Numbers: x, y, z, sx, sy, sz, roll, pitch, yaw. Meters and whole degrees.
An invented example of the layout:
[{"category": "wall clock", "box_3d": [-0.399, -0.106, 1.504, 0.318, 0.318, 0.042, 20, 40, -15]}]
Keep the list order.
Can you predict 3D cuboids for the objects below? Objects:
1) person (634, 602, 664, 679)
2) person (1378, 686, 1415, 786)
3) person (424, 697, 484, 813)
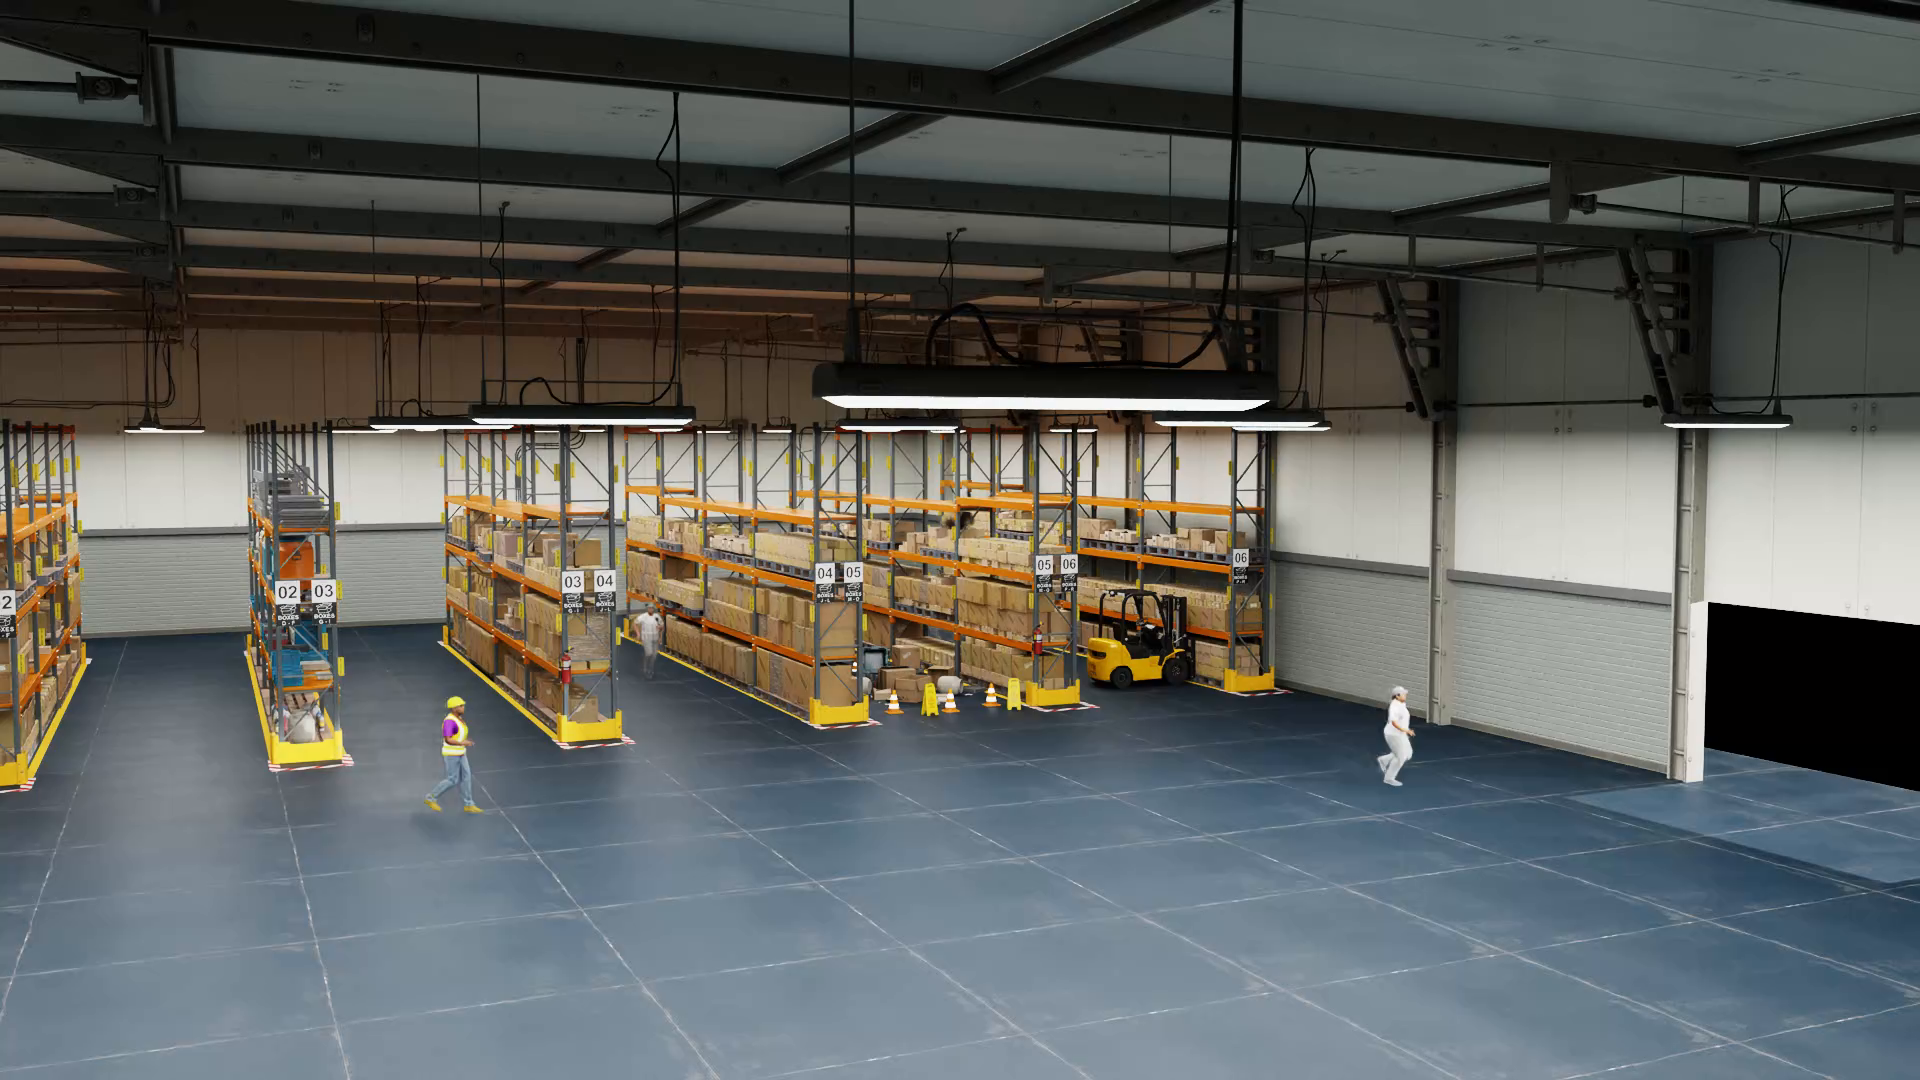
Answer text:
[{"category": "person", "box_3d": [-7.339, 2.384, 39.431, 0.631, 1.850, 0.768, -2, 4, -33]}, {"category": "person", "box_3d": [7.179, 3.210, 27.342, 0.620, 1.630, 0.620, 1, 4, 22]}, {"category": "person", "box_3d": [-7.665, 3.261, 25.165, 0.865, 1.784, 0.726, 0, 4, -2]}]
